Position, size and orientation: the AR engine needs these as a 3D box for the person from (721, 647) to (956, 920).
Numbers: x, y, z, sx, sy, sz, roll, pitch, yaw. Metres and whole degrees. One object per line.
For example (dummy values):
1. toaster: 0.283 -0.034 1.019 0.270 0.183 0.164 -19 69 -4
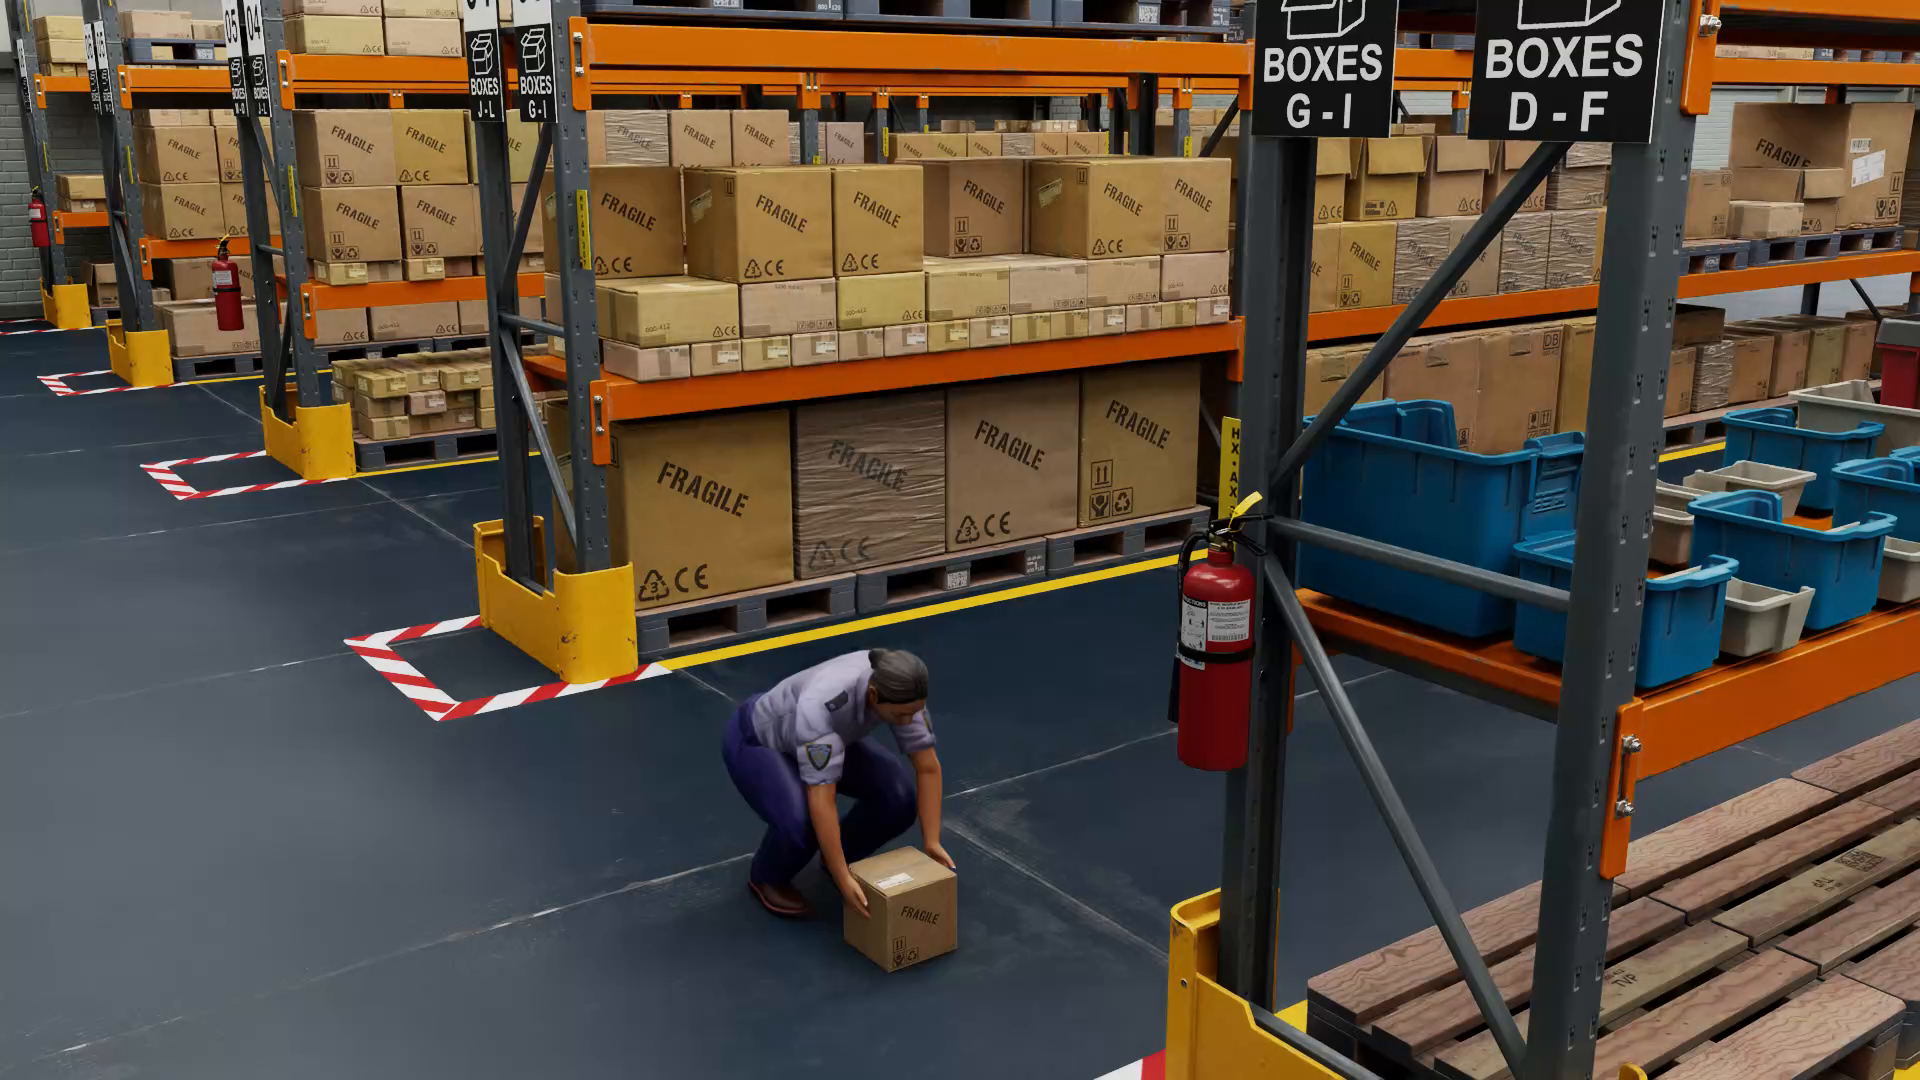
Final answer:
1. person: -0.390 0.720 5.239 0.526 0.917 0.825 -10 18 -35
